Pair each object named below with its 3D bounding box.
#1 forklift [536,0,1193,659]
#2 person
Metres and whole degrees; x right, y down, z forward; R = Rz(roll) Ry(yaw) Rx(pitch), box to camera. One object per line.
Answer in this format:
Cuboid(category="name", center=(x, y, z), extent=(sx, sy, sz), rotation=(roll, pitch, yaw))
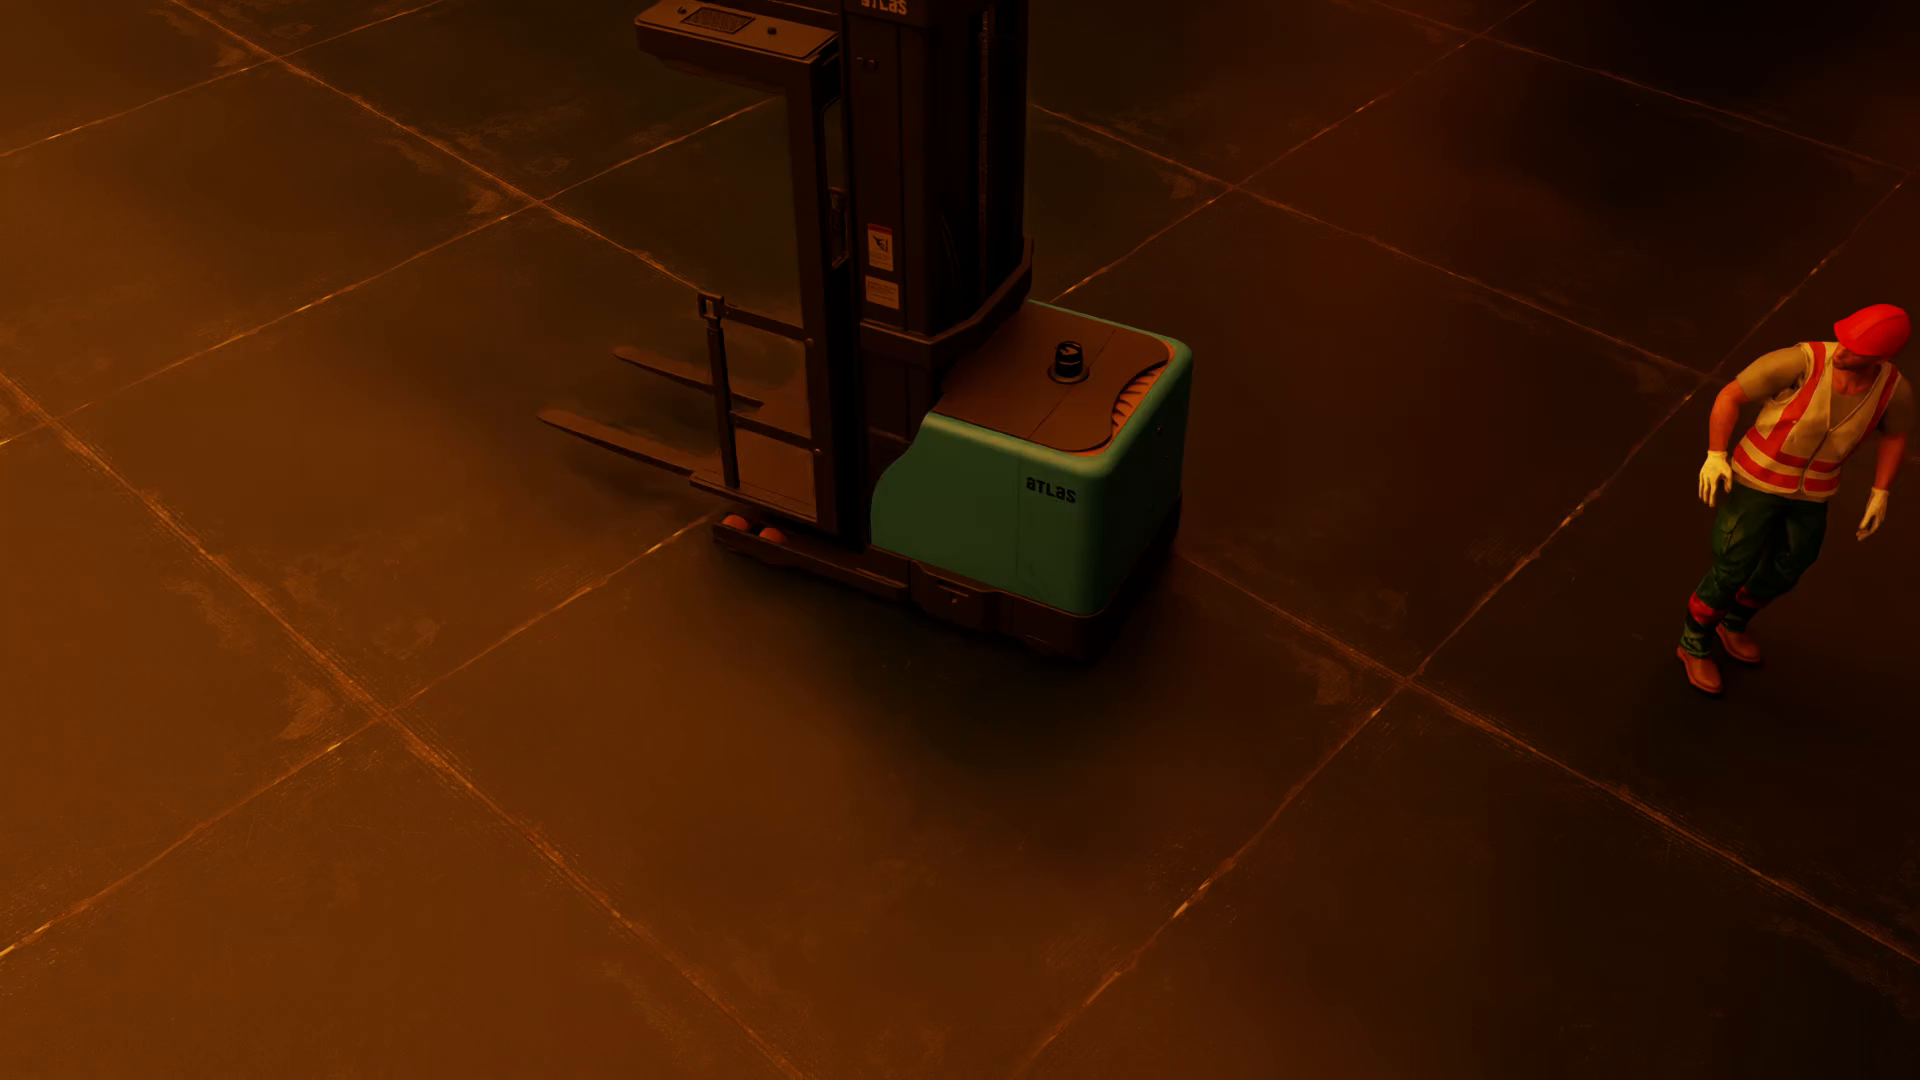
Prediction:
Cuboid(category="forklift", center=(-0.552, -1.288, 6.930), extent=(3.031, 2.935, 1.130), rotation=(19, 44, 20))
Cuboid(category="person", center=(3.277, -0.166, 6.522), extent=(0.757, 1.761, 0.506), rotation=(1, 41, 2))
